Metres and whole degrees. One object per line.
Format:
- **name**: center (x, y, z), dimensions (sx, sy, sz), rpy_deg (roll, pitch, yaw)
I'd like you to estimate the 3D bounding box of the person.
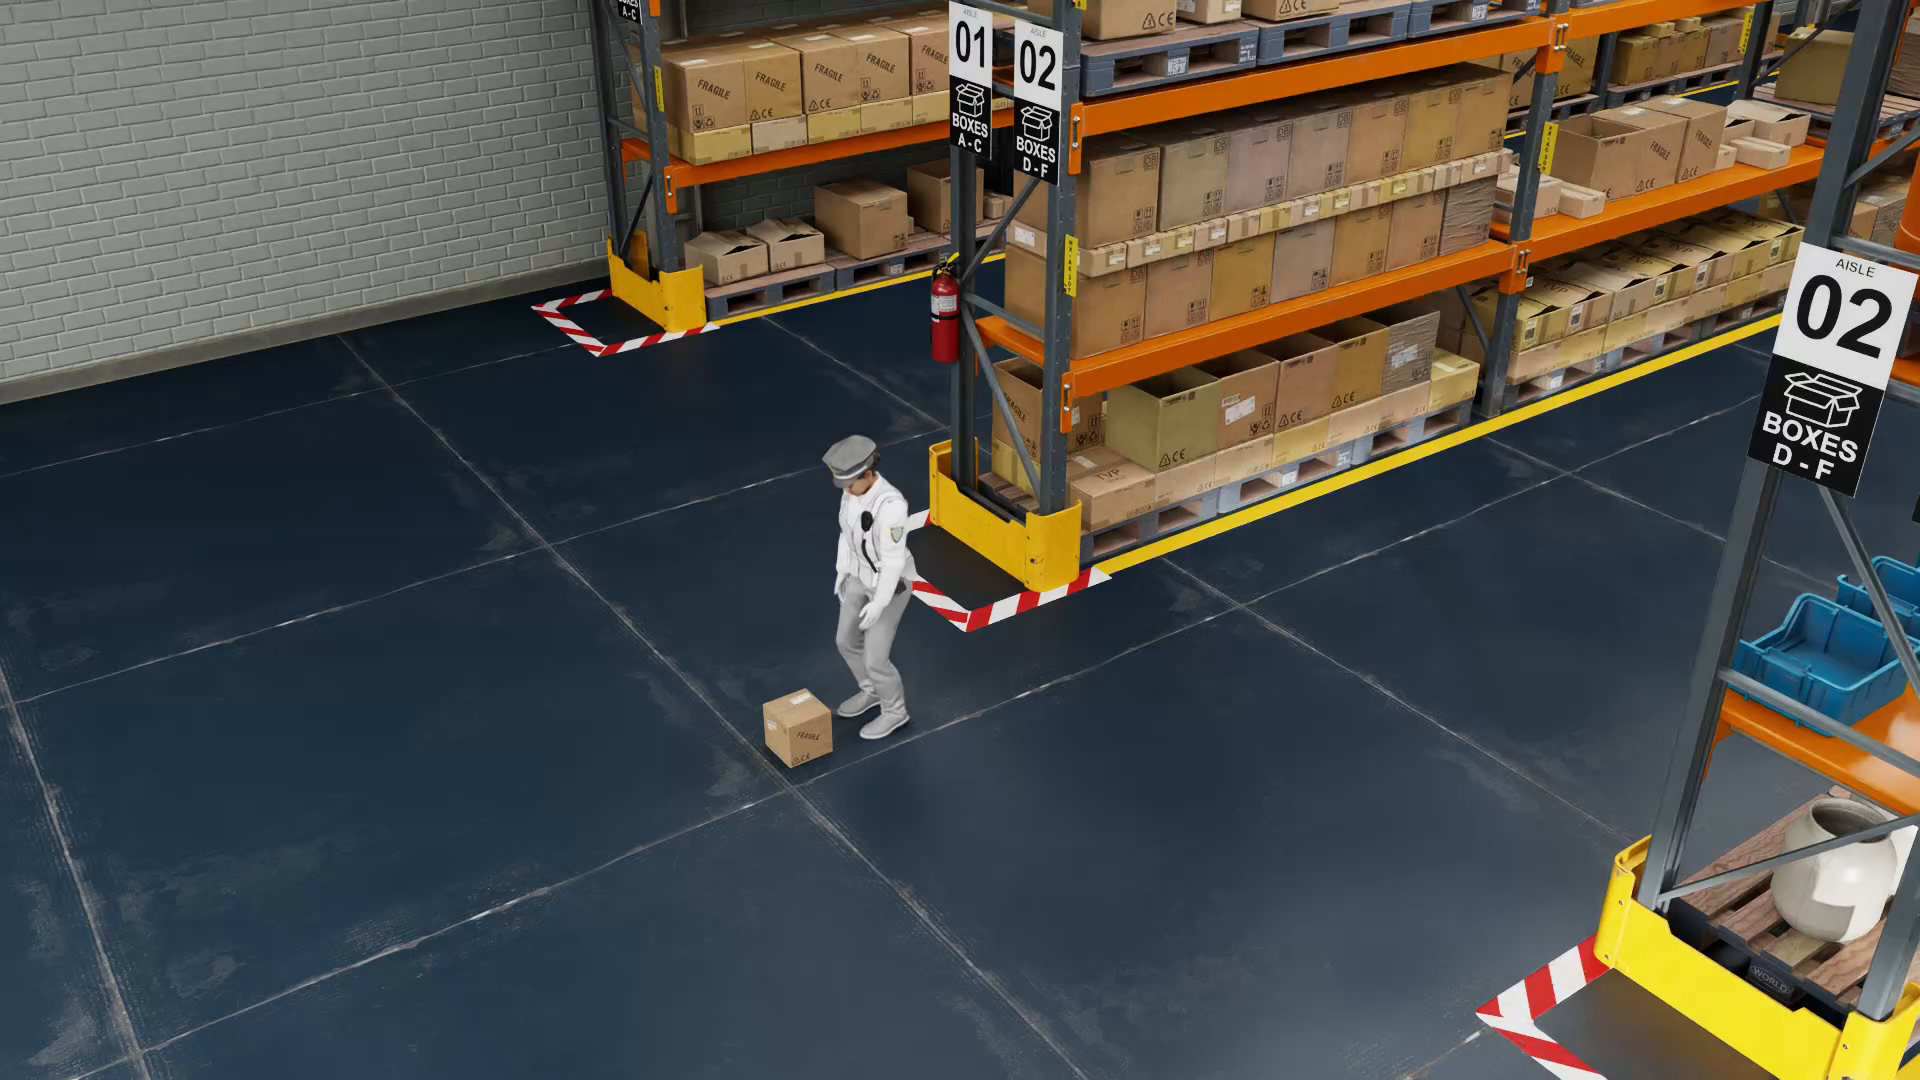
- **person**: center (-0.437, 0.234, 8.251), dimensions (0.446, 1.626, 0.500), rpy_deg (-18, 33, -29)
